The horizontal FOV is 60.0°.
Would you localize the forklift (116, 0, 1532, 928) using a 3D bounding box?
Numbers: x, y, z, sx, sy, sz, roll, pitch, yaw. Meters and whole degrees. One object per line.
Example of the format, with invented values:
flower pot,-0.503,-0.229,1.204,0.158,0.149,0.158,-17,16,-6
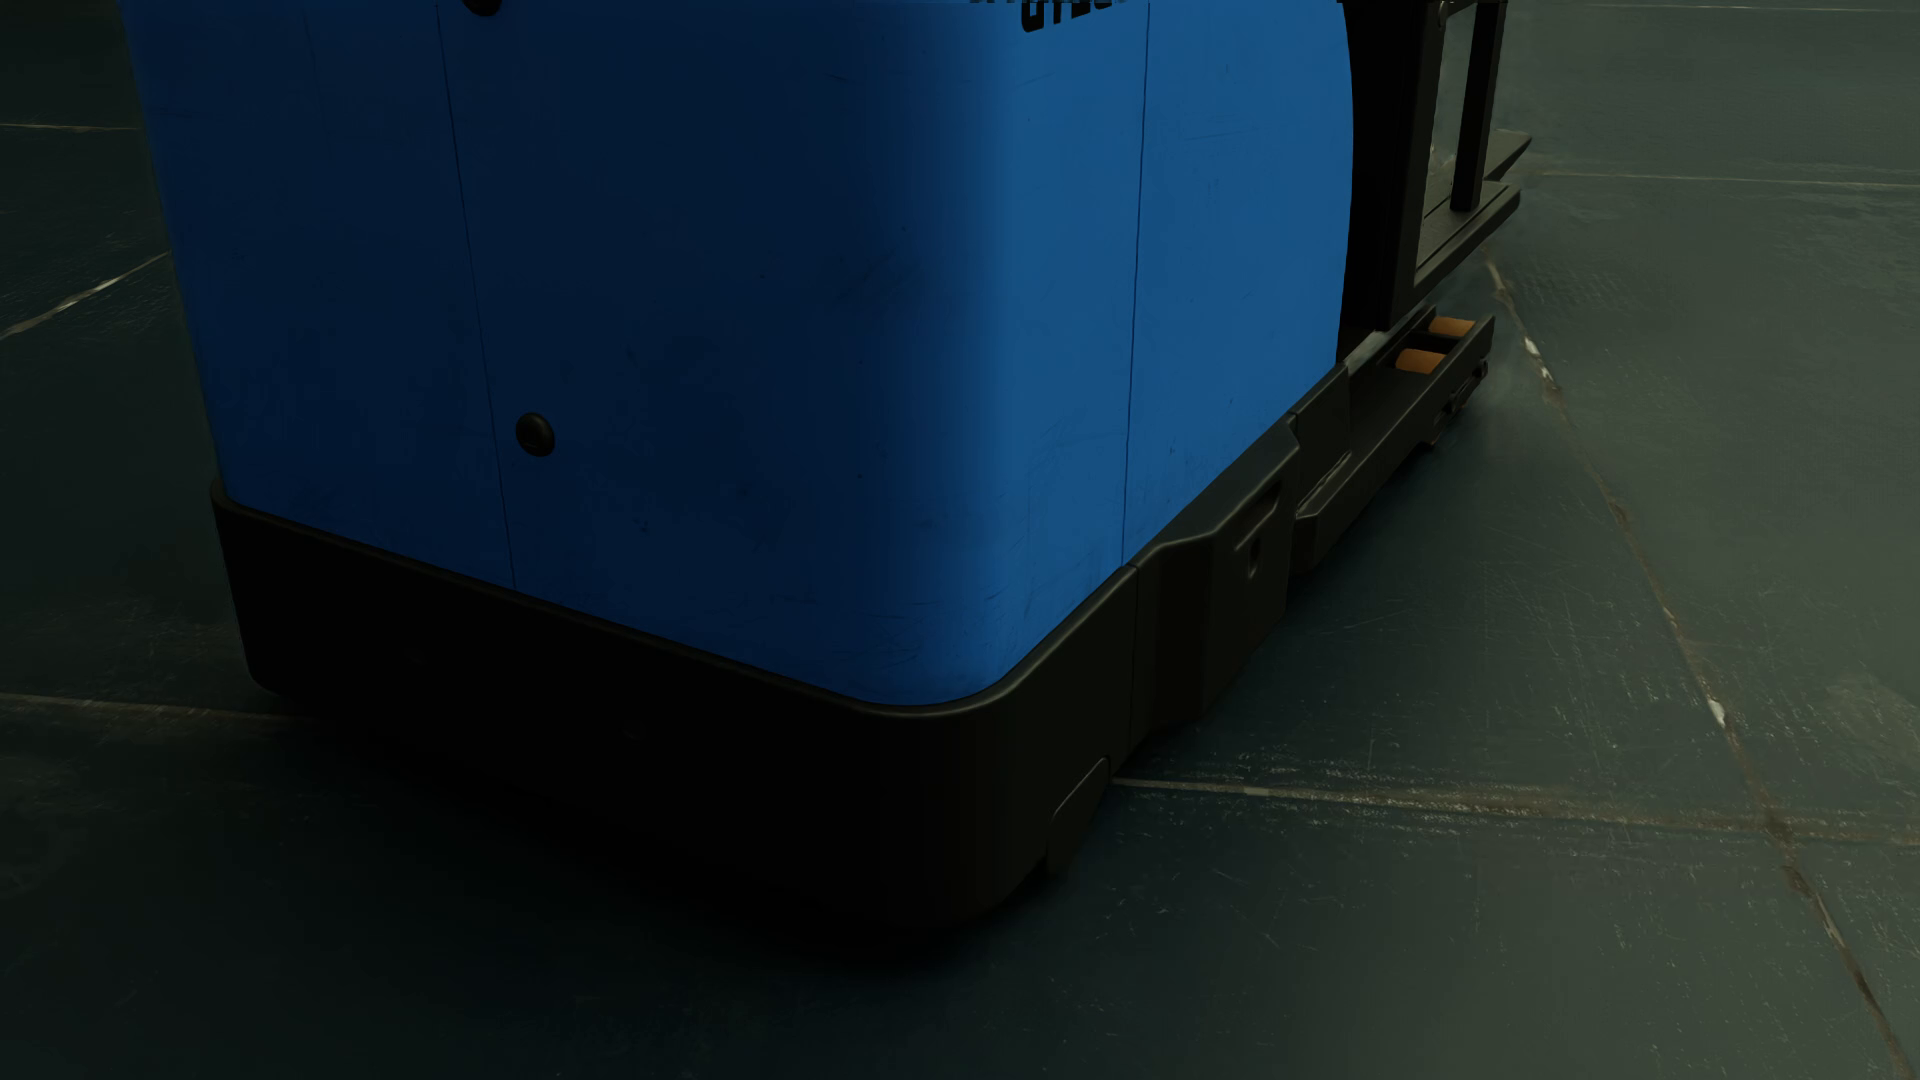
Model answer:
forklift,0.297,-1.560,2.344,1.130,2.935,3.031,14,30,26
